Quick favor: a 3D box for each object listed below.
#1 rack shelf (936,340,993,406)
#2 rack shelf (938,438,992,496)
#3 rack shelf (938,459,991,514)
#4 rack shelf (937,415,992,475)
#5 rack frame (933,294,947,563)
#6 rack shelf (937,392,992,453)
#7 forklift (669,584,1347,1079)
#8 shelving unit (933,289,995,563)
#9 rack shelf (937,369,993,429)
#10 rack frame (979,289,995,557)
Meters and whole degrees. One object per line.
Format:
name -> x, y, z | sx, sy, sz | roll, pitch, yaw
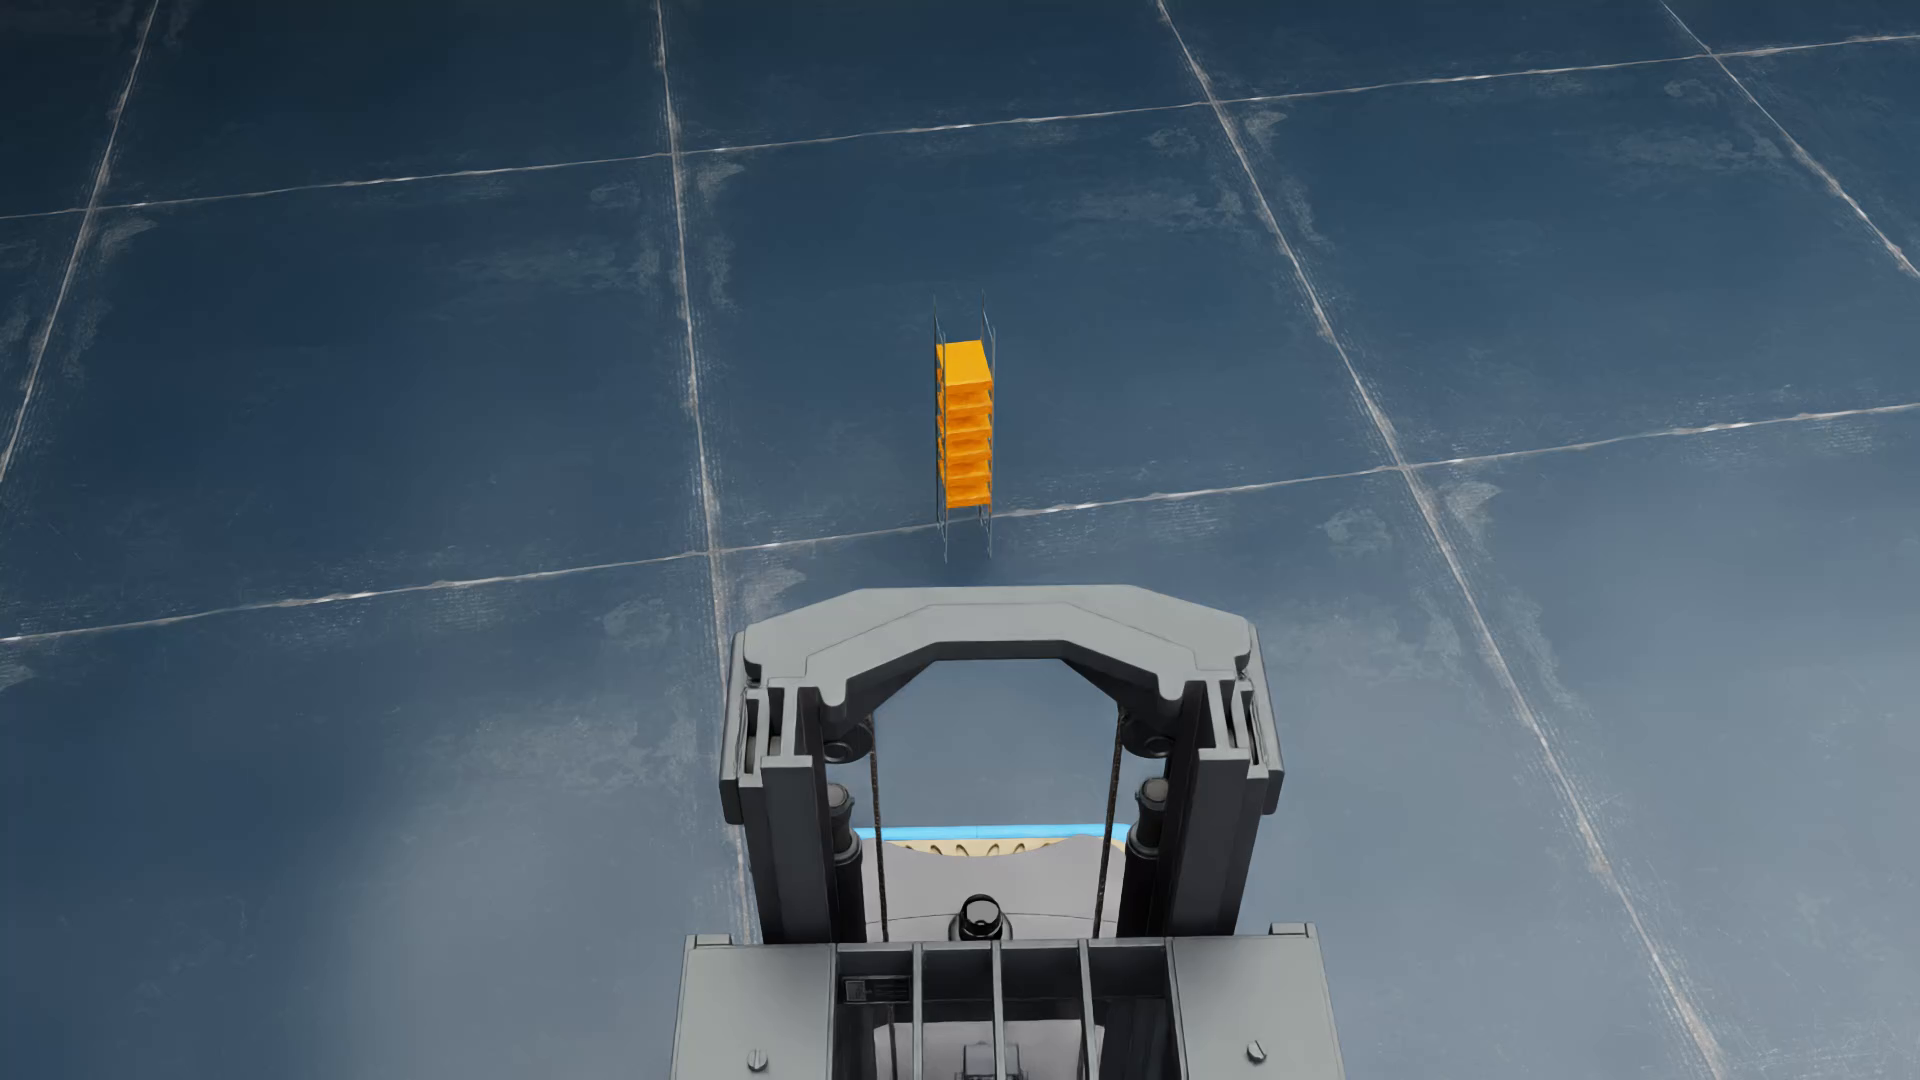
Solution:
rack shelf -> 0.014, -0.637, 6.286 | 0.180, 0.103, 0.258 | -7, 46, -7
rack shelf -> 0.014, -0.304, 6.631 | 0.180, 0.103, 0.258 | -7, 46, -7
rack shelf -> 0.014, -0.221, 6.718 | 0.180, 0.103, 0.258 | -7, 46, -7
rack shelf -> 0.014, -0.387, 6.545 | 0.180, 0.103, 0.258 | -7, 46, -7
rack frame -> -0.076, -0.407, 6.502 | 0.006, 1.200, 0.240 | -7, 46, -7
rack shelf -> 0.014, -0.471, 6.458 | 0.180, 0.103, 0.258 | -7, 46, -7
forklift -> 0.078, 1.597, 3.369 | 1.130, 2.935, 3.031 | -1, 46, -1
shelving unit -> 0.014, -0.418, 6.513 | 0.189, 1.200, 0.258 | -7, 46, -7
rack shelf -> 0.014, -0.554, 6.372 | 0.180, 0.103, 0.258 | -7, 46, -7
rack frame -> 0.104, -0.429, 6.524 | 0.006, 1.200, 0.240 | -7, 46, -7
